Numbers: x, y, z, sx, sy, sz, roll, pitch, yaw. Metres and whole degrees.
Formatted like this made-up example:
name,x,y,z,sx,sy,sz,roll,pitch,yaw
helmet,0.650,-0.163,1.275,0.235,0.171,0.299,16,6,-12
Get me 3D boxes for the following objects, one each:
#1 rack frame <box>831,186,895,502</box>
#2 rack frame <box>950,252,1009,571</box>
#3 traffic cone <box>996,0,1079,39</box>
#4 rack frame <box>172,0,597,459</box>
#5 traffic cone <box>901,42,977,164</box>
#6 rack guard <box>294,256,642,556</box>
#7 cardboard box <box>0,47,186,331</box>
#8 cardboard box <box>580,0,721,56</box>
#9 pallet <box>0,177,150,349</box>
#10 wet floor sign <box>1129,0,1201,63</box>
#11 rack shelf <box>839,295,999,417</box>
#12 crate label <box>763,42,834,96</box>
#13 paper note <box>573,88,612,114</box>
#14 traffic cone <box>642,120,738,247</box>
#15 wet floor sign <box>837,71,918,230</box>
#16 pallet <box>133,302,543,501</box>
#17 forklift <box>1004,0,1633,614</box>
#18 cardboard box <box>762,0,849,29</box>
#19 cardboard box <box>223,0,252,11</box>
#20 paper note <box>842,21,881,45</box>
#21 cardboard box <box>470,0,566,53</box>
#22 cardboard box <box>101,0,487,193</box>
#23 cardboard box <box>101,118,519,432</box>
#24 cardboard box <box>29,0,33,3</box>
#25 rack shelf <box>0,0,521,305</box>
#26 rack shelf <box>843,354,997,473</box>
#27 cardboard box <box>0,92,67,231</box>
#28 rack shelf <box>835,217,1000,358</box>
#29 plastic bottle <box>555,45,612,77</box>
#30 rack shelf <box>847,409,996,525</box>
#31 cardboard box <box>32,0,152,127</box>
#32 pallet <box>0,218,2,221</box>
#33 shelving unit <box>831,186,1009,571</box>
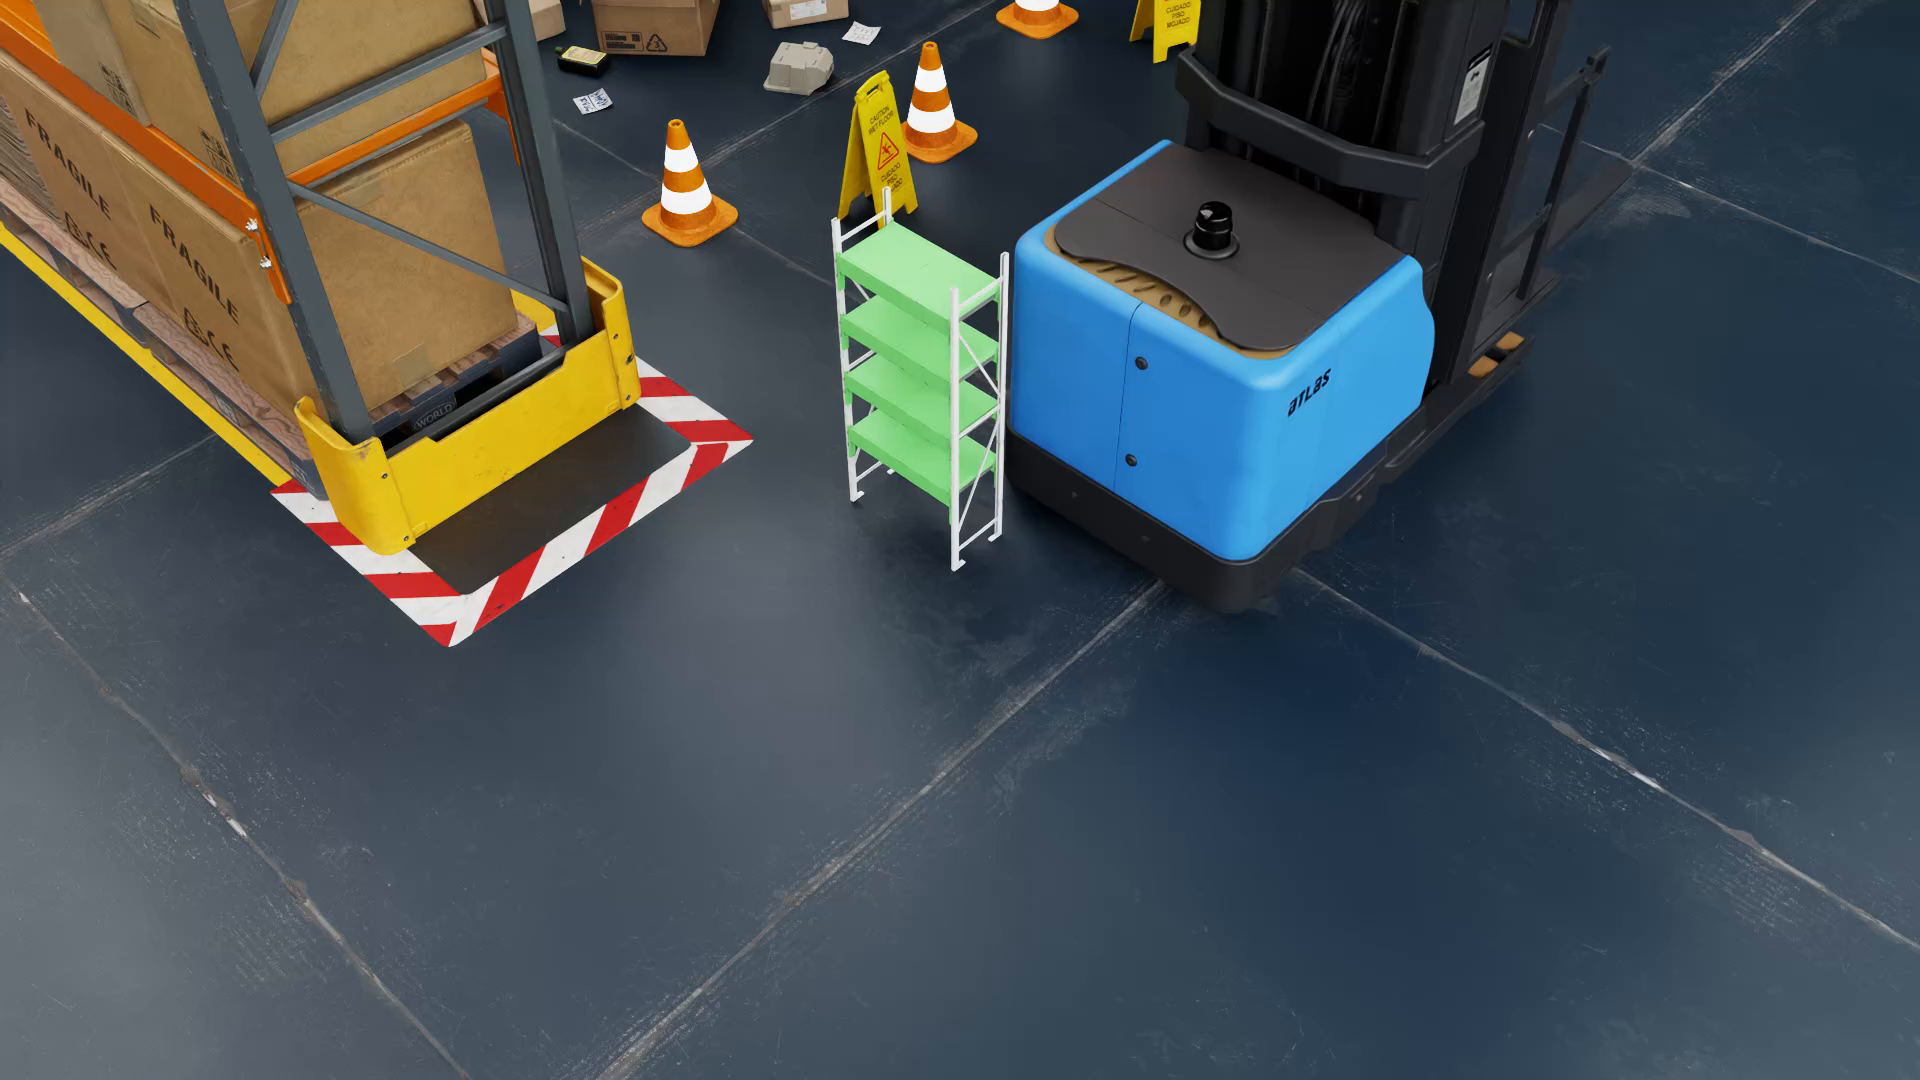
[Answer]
name,x,y,z,sx,sy,sz,roll,pitch,yaw
rack frame,-0.301,-0.613,5.503,0.015,1.200,0.240,34,55,28
rack frame,0.058,-0.372,5.276,0.015,1.200,0.240,34,55,28
traffic cone,0.379,-2.718,7.985,0.334,0.463,0.336,34,55,28
rack frame,-1.713,-1.364,4.973,0.127,3.000,1.000,34,55,28
traffic cone,-0.124,-1.956,7.269,0.334,0.463,0.336,34,55,28
rack guard,-1.695,-0.496,5.873,0.348,0.500,1.175,34,55,28
cardboard box,-2.904,-1.514,6.283,0.875,0.875,0.875,33,55,27
cardboard box,-1.438,-2.723,7.962,0.637,0.503,0.797,2,47,2
pallet,-3.246,-1.366,6.888,1.213,0.211,1.003,34,55,28
wet floor sign,0.984,-2.592,7.741,0.267,0.644,0.232,-21,50,-18
rack shelf,-0.122,-0.613,5.261,0.480,0.148,0.258,34,55,28
crate label,-0.744,-2.200,7.721,0.298,0.136,0.250,9,48,9
paper note,-1.683,-2.011,7.618,0.144,0.017,0.142,-21,50,-18
traffic cone,-1.140,-1.518,6.858,0.334,0.463,0.336,34,55,28
wet floor sign,-0.349,-1.604,6.813,0.232,0.644,0.267,25,52,22
pallet,-2.354,-0.762,6.321,1.213,0.211,1.003,34,55,28
forklift,1.524,-1.752,5.385,1.130,2.935,3.031,34,55,28
cardboard box,-0.763,-2.655,8.141,0.380,0.149,0.250,-13,48,-12
cardboard box,-1.959,-1.989,4.716,0.550,0.550,0.875,34,55,28
paper note,-0.475,-2.450,8.029,0.142,0.019,0.148,17,49,15
cardboard box,-2.140,-2.542,7.955,0.396,0.266,0.258,-29,53,-25
cardboard box,-2.016,-1.574,5.067,0.550,0.550,0.875,34,55,28
cardboard box,-2.256,-1.080,5.876,0.875,0.875,0.875,34,56,28
cardboard box,-2.762,-2.178,5.635,0.550,0.550,0.875,34,55,28
rack shelf,-3.183,-2.106,6.163,4.000,0.370,1.077,34,55,28
rack shelf,-0.122,-0.449,5.436,0.480,0.148,0.258,34,55,28
cardboard box,-3.573,-1.966,6.707,0.875,0.875,0.875,34,56,28
rack shelf,-0.122,-0.777,5.086,0.480,0.148,0.258,34,55,28
plastic bottle,-1.798,-2.262,7.832,0.283,0.061,0.133,17,49,15
rack shelf,-0.122,-0.285,5.611,0.480,0.148,0.258,34,55,28
cardboard box,-2.435,-1.834,5.312,0.550,0.550,0.875,34,55,28
pallet,-4.147,-1.969,7.454,1.213,0.211,1.003,34,55,28
shelving unit,-0.122,-0.493,5.389,0.503,1.200,0.258,34,55,28
